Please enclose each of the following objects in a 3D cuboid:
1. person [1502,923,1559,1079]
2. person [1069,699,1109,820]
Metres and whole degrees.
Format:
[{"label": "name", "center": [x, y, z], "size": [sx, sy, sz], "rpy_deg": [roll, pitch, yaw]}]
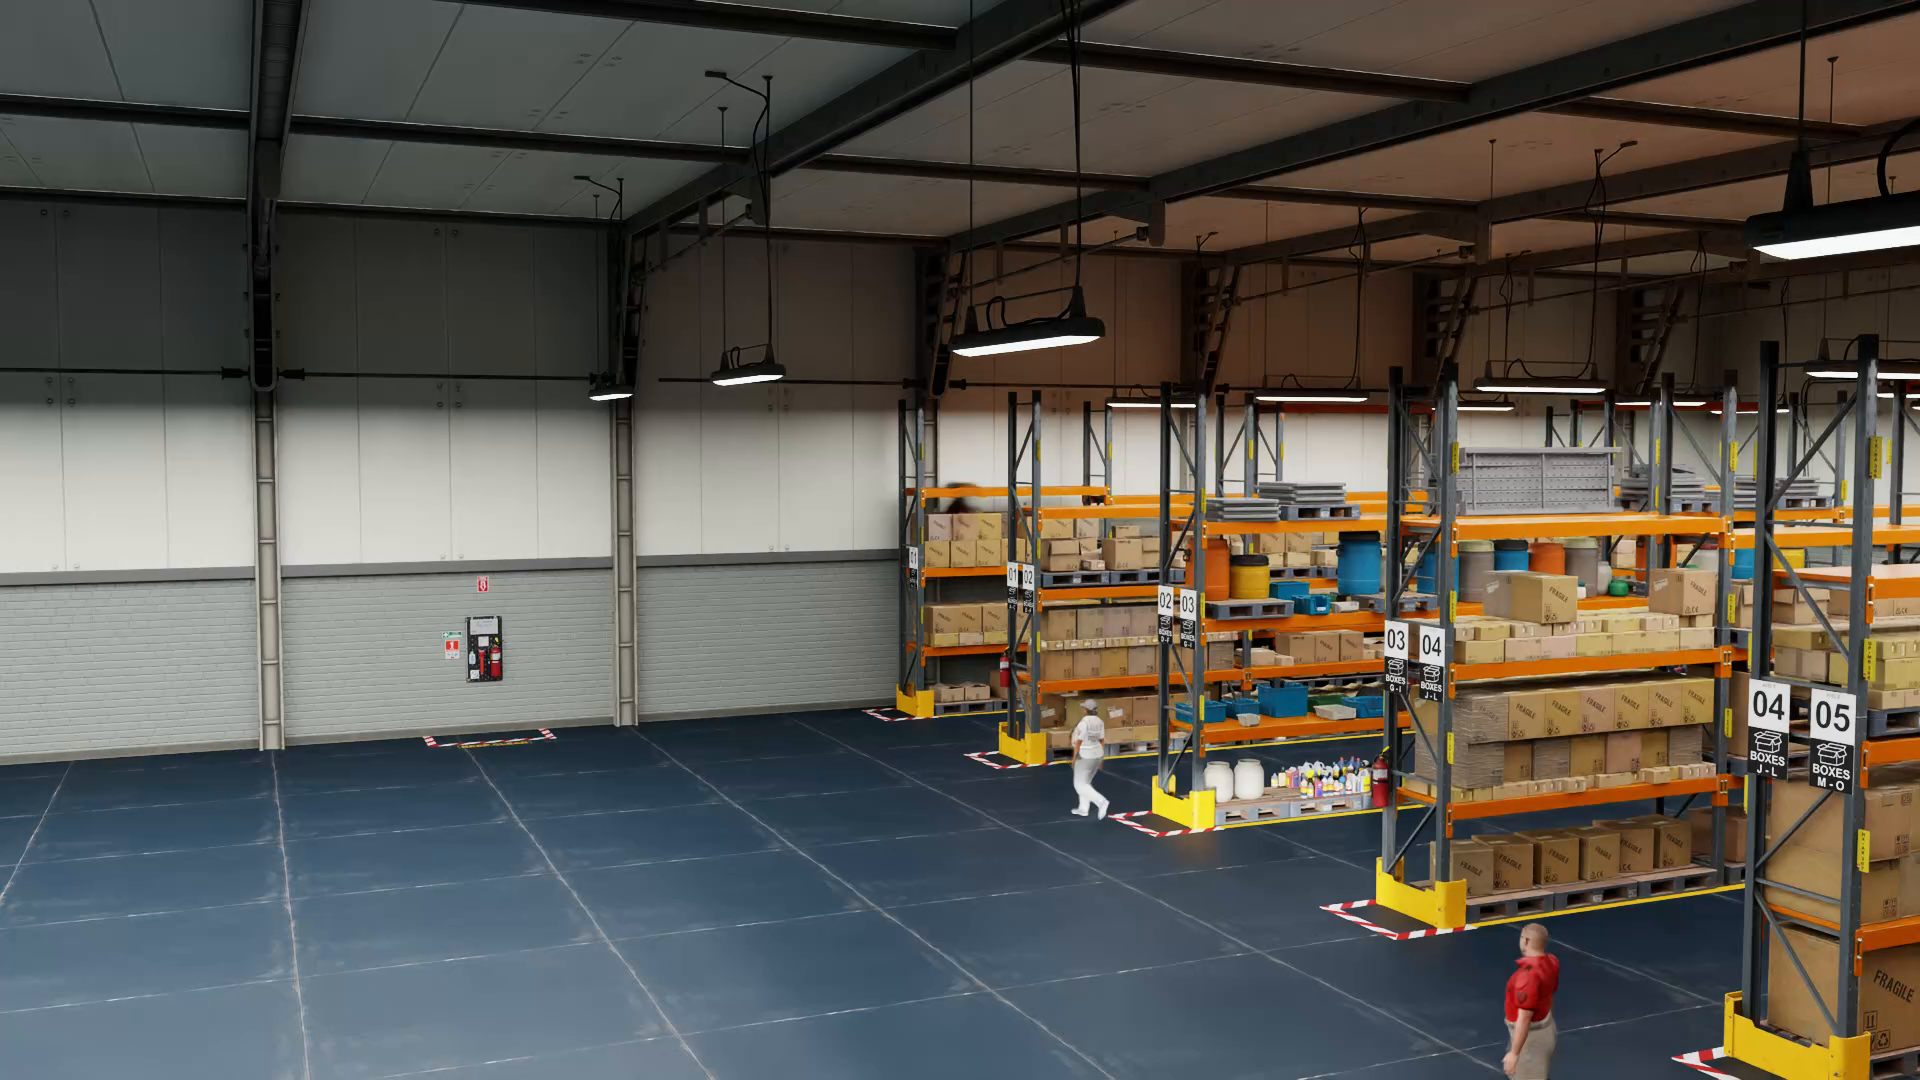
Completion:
[{"label": "person", "center": [4.099, 3.593, 11.933], "size": [0.418, 1.725, 0.658], "rpy_deg": [2, 4, 24]}, {"label": "person", "center": [1.766, 3.000, 22.802], "size": [0.737, 1.646, 0.458], "rpy_deg": [3, 4, 37]}]
